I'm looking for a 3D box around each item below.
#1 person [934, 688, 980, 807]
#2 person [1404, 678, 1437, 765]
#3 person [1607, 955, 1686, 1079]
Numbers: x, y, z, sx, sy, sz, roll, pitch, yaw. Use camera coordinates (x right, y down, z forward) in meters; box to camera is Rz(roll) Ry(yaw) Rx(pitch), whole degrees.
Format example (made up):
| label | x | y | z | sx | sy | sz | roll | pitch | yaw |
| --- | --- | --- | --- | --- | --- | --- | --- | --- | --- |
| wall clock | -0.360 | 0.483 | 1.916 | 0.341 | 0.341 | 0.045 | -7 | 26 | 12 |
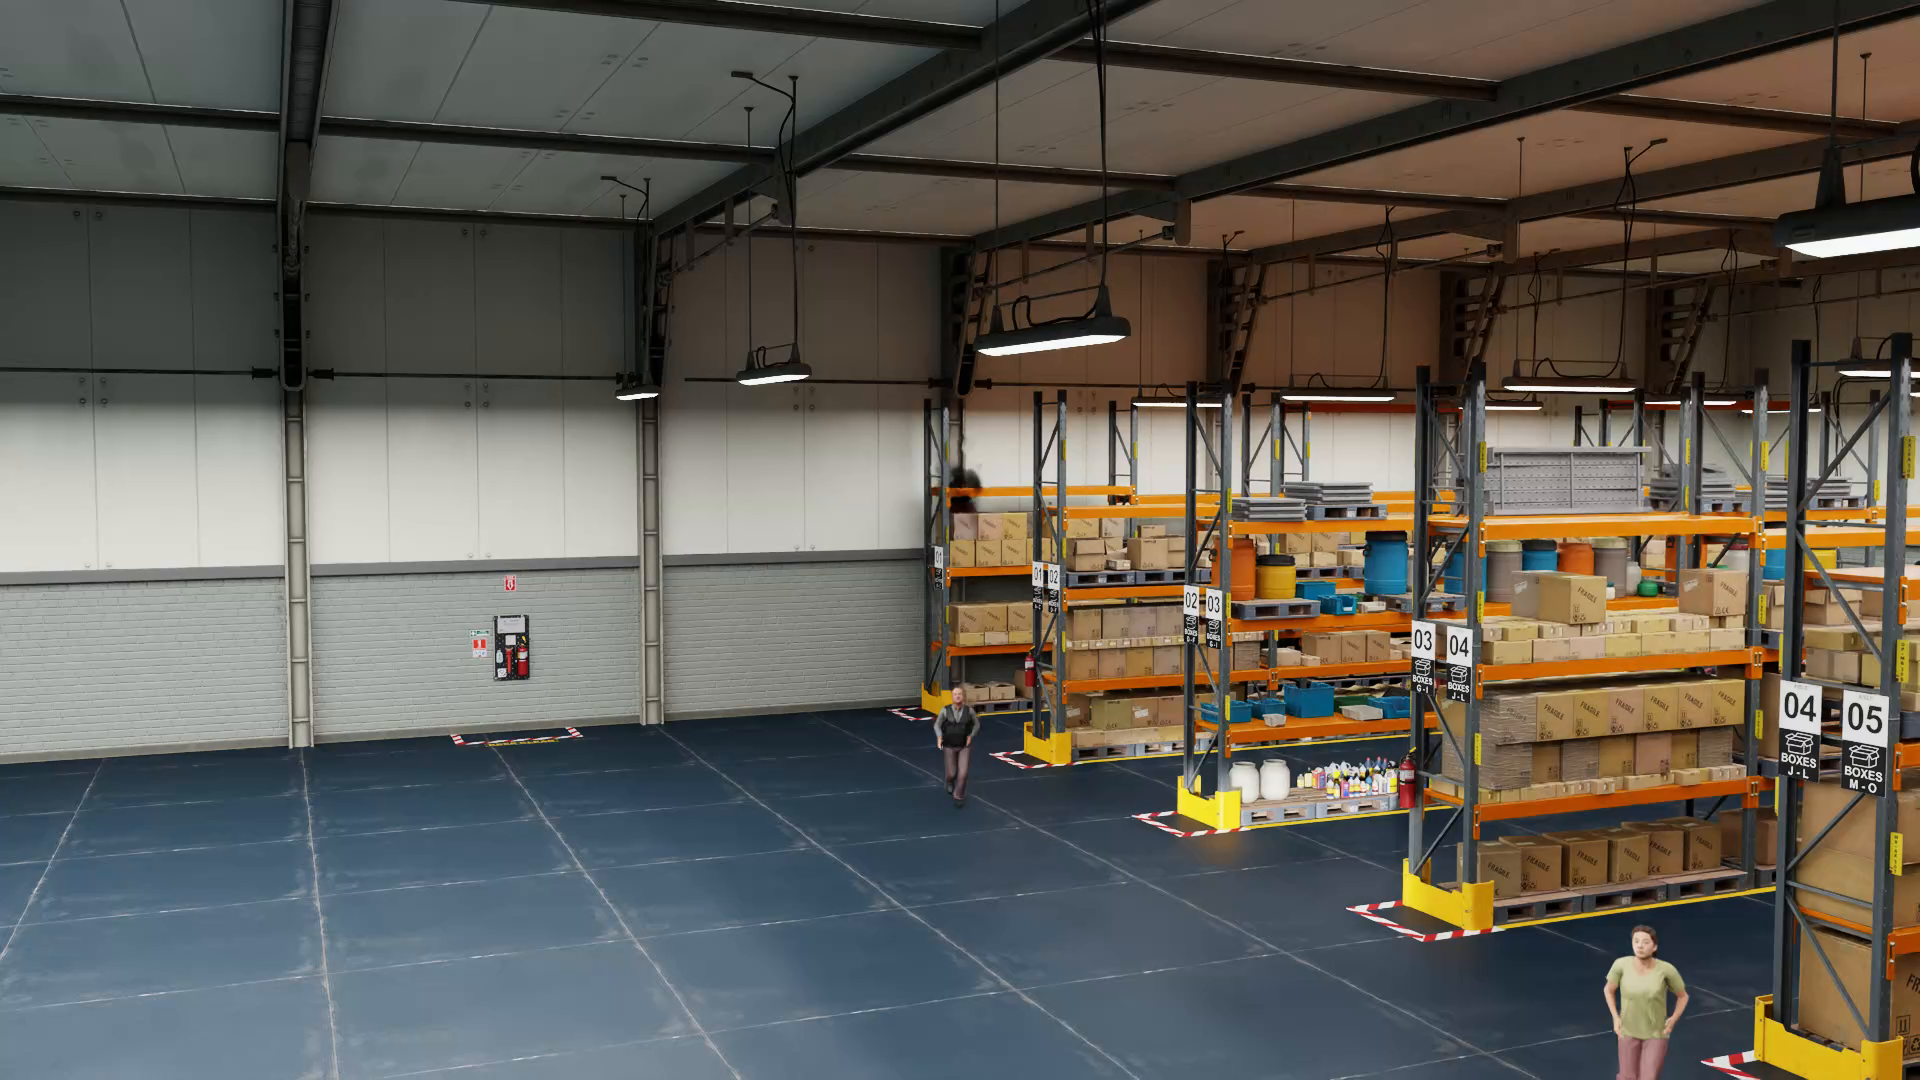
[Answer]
| label | x | y | z | sx | sy | sz | roll | pitch | yaw |
| --- | --- | --- | --- | --- | --- | --- | --- | --- | --- |
| person | -0.037 | 2.940 | 23.648 | 0.661 | 1.679 | 0.585 | 0 | 3 | -3 |
| person | 7.041 | 2.754 | 25.698 | 0.917 | 1.727 | 0.701 | -2 | 4 | -30 |
| person | 5.043 | 3.755 | 12.258 | 0.541 | 1.406 | 0.637 | 2 | 4 | 25 |
